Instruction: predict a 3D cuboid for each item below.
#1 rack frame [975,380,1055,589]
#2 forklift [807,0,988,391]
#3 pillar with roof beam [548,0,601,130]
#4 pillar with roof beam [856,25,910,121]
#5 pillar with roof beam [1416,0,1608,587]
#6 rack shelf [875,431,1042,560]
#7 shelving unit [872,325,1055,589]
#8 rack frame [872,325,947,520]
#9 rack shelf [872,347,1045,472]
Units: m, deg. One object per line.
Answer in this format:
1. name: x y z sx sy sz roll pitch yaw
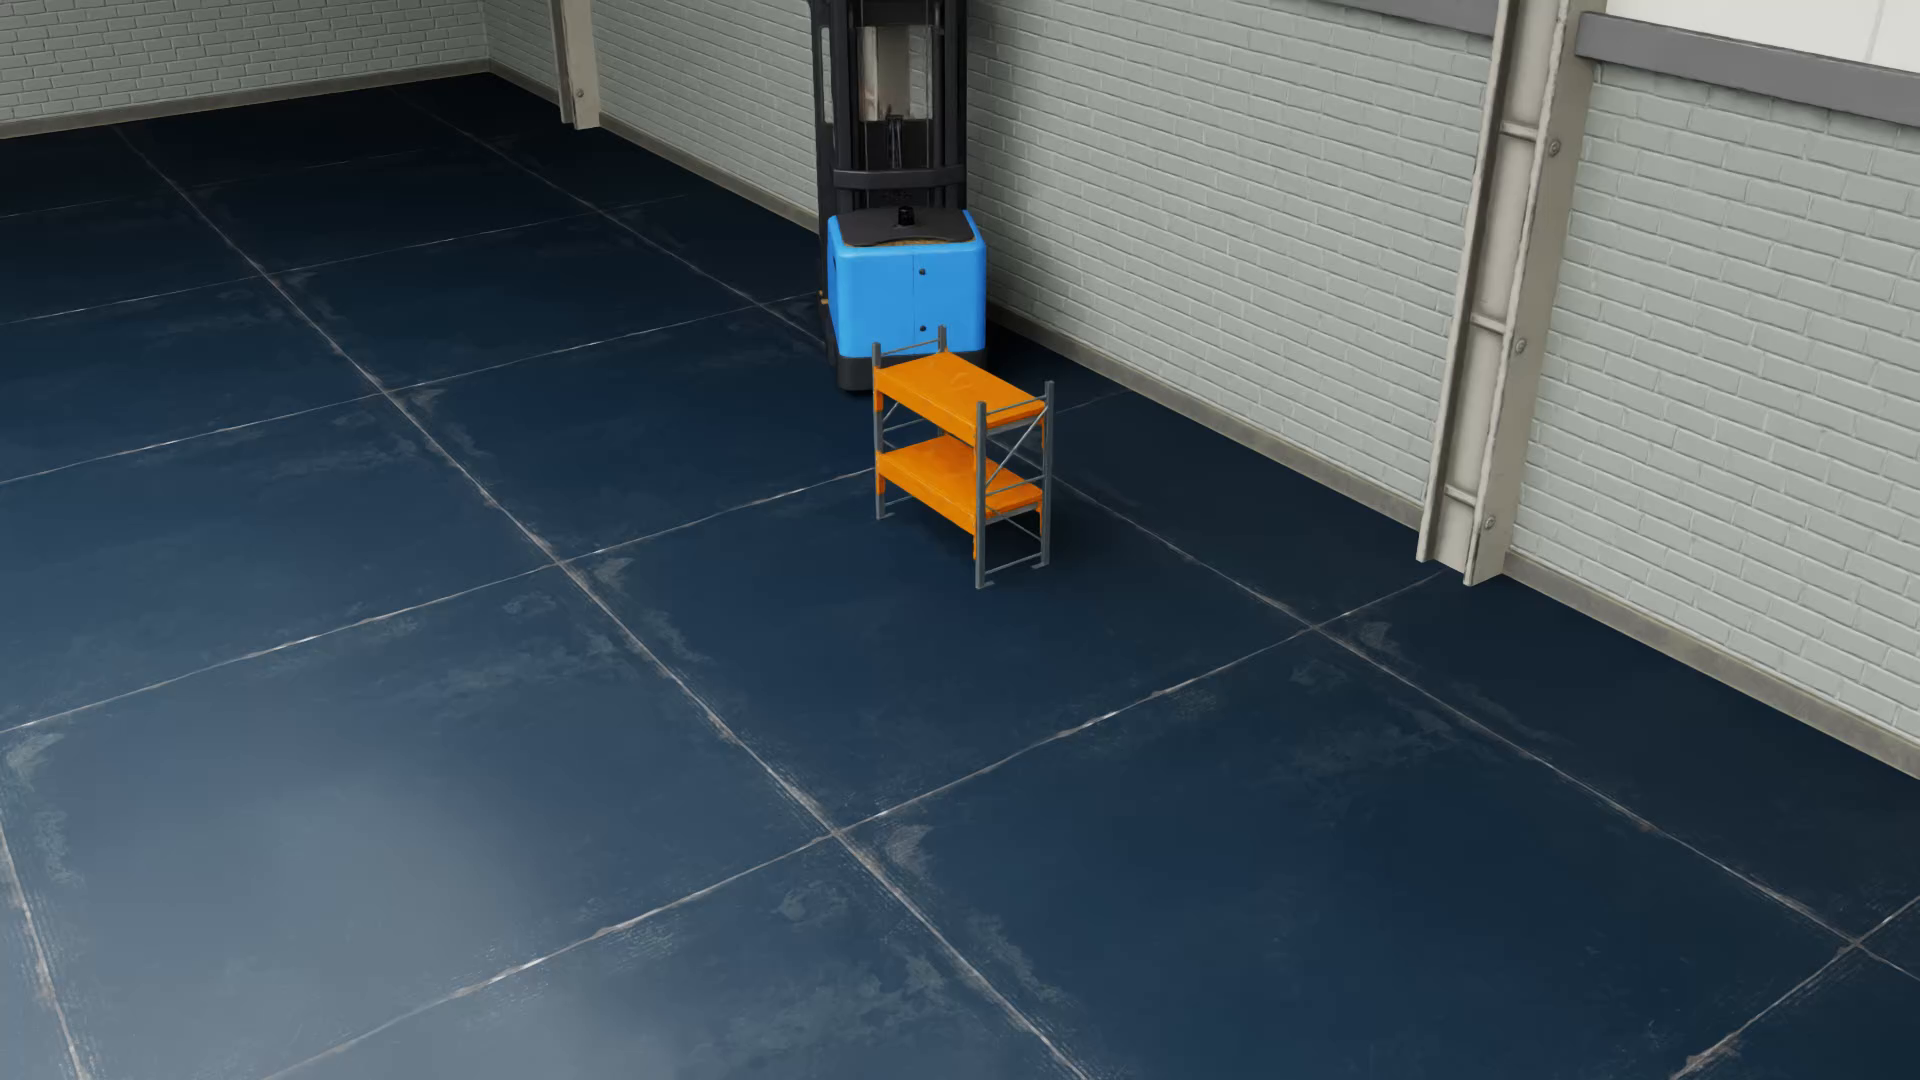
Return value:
1. rack frame: 0.299 -0.294 9.113 0.500 1.125 0.032 -19 34 -31
2. forklift: -0.532 -3.002 12.206 1.130 2.935 3.031 -4 29 -7
3. pillar with roof beam: -7.614 -7.286 13.736 9.100 9.000 0.400 -19 34 -31
4. pillar with roof beam: -4.134 -4.953 9.441 9.100 9.000 0.400 -19 34 -31
5. pillar with roof beam: -0.654 -2.621 5.146 9.100 9.000 0.400 -19 34 -31
6. rack shelf: 0.004 -0.277 9.593 0.538 0.278 1.000 -19 34 -31
7. shelving unit: 0.004 -0.492 9.477 0.538 1.125 1.048 -19 34 -31
8. rack frame: -0.291 -0.689 9.841 0.500 1.125 0.032 -19 34 -31
9. rack shelf: 0.004 -0.749 9.337 0.538 0.278 1.000 -19 34 -31
